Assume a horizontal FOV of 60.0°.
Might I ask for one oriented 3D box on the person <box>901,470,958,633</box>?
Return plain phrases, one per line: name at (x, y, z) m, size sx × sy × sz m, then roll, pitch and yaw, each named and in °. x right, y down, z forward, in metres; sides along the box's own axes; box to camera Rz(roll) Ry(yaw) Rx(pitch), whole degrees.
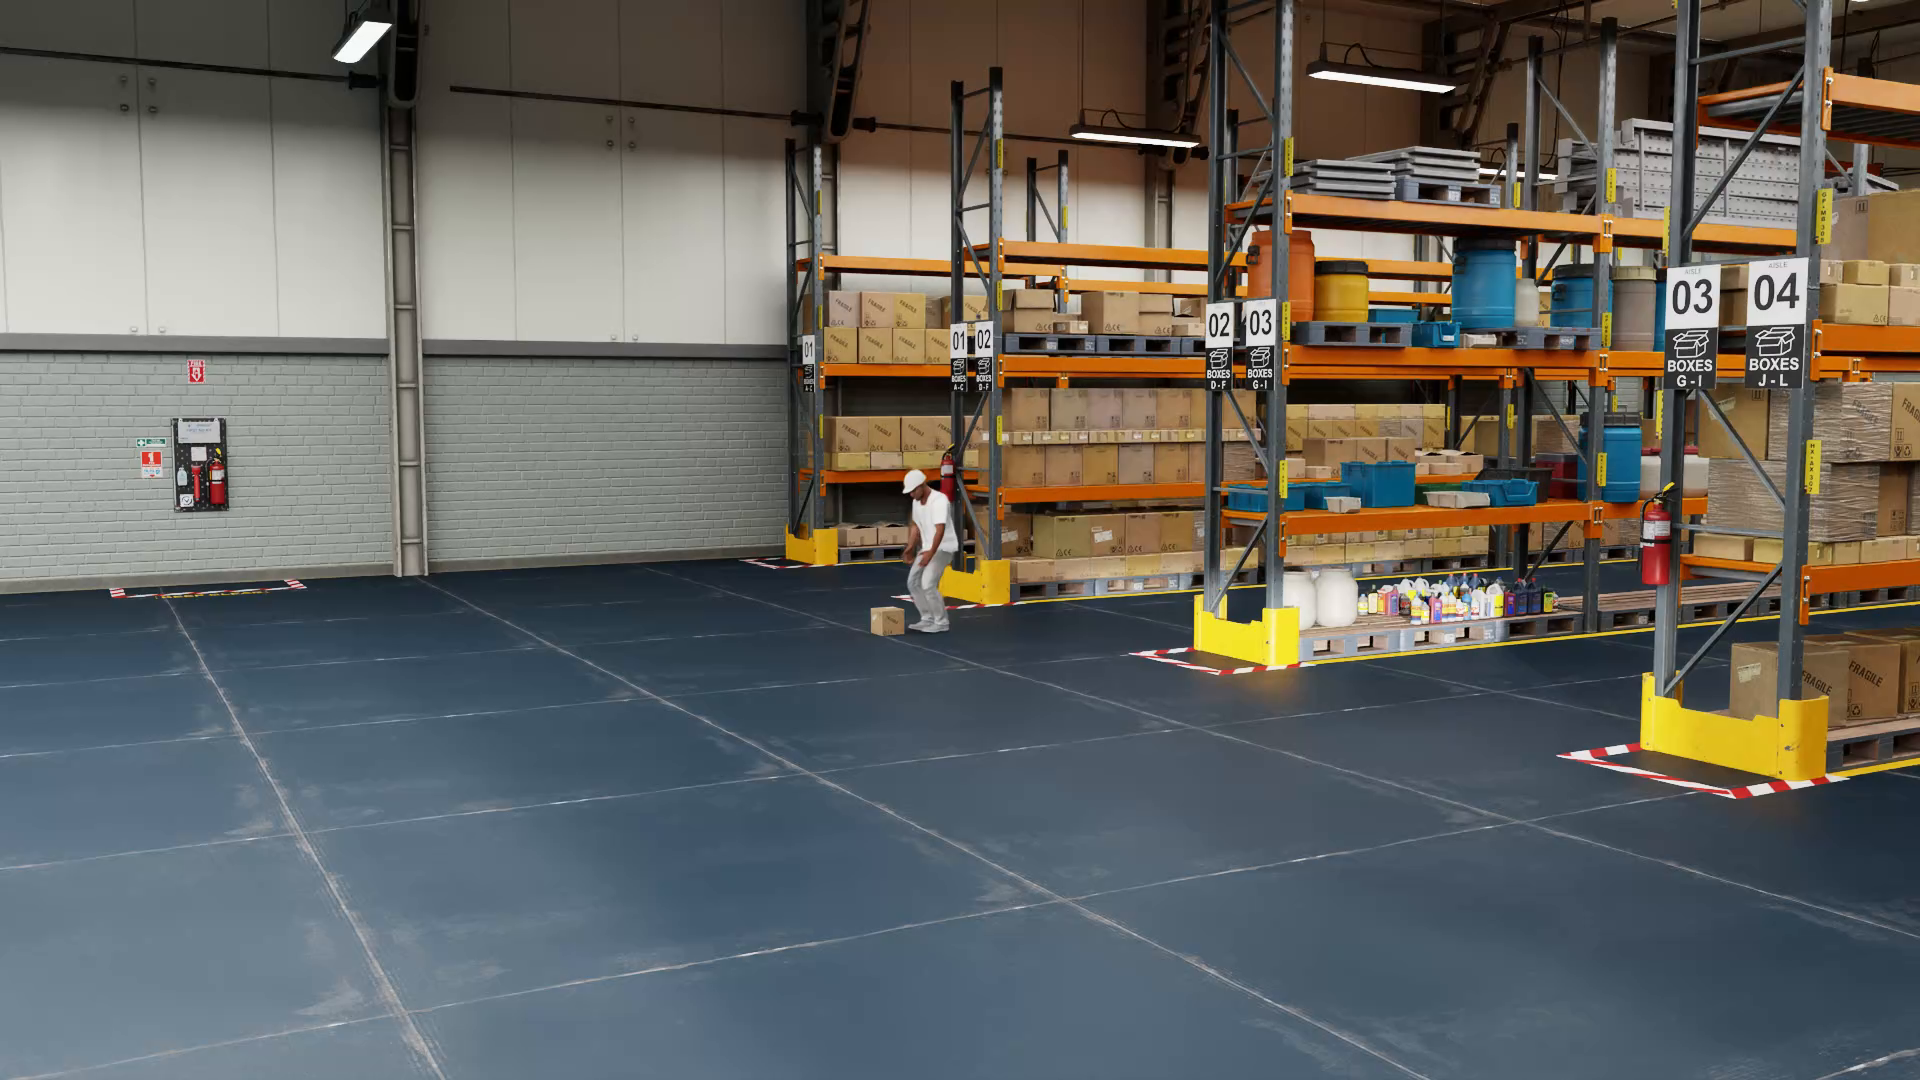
person at (-0.308, 0.107, 16.679) m, size 0.576 × 1.633 × 0.613 m, roll -3°, pitch 6°, yaw -28°
